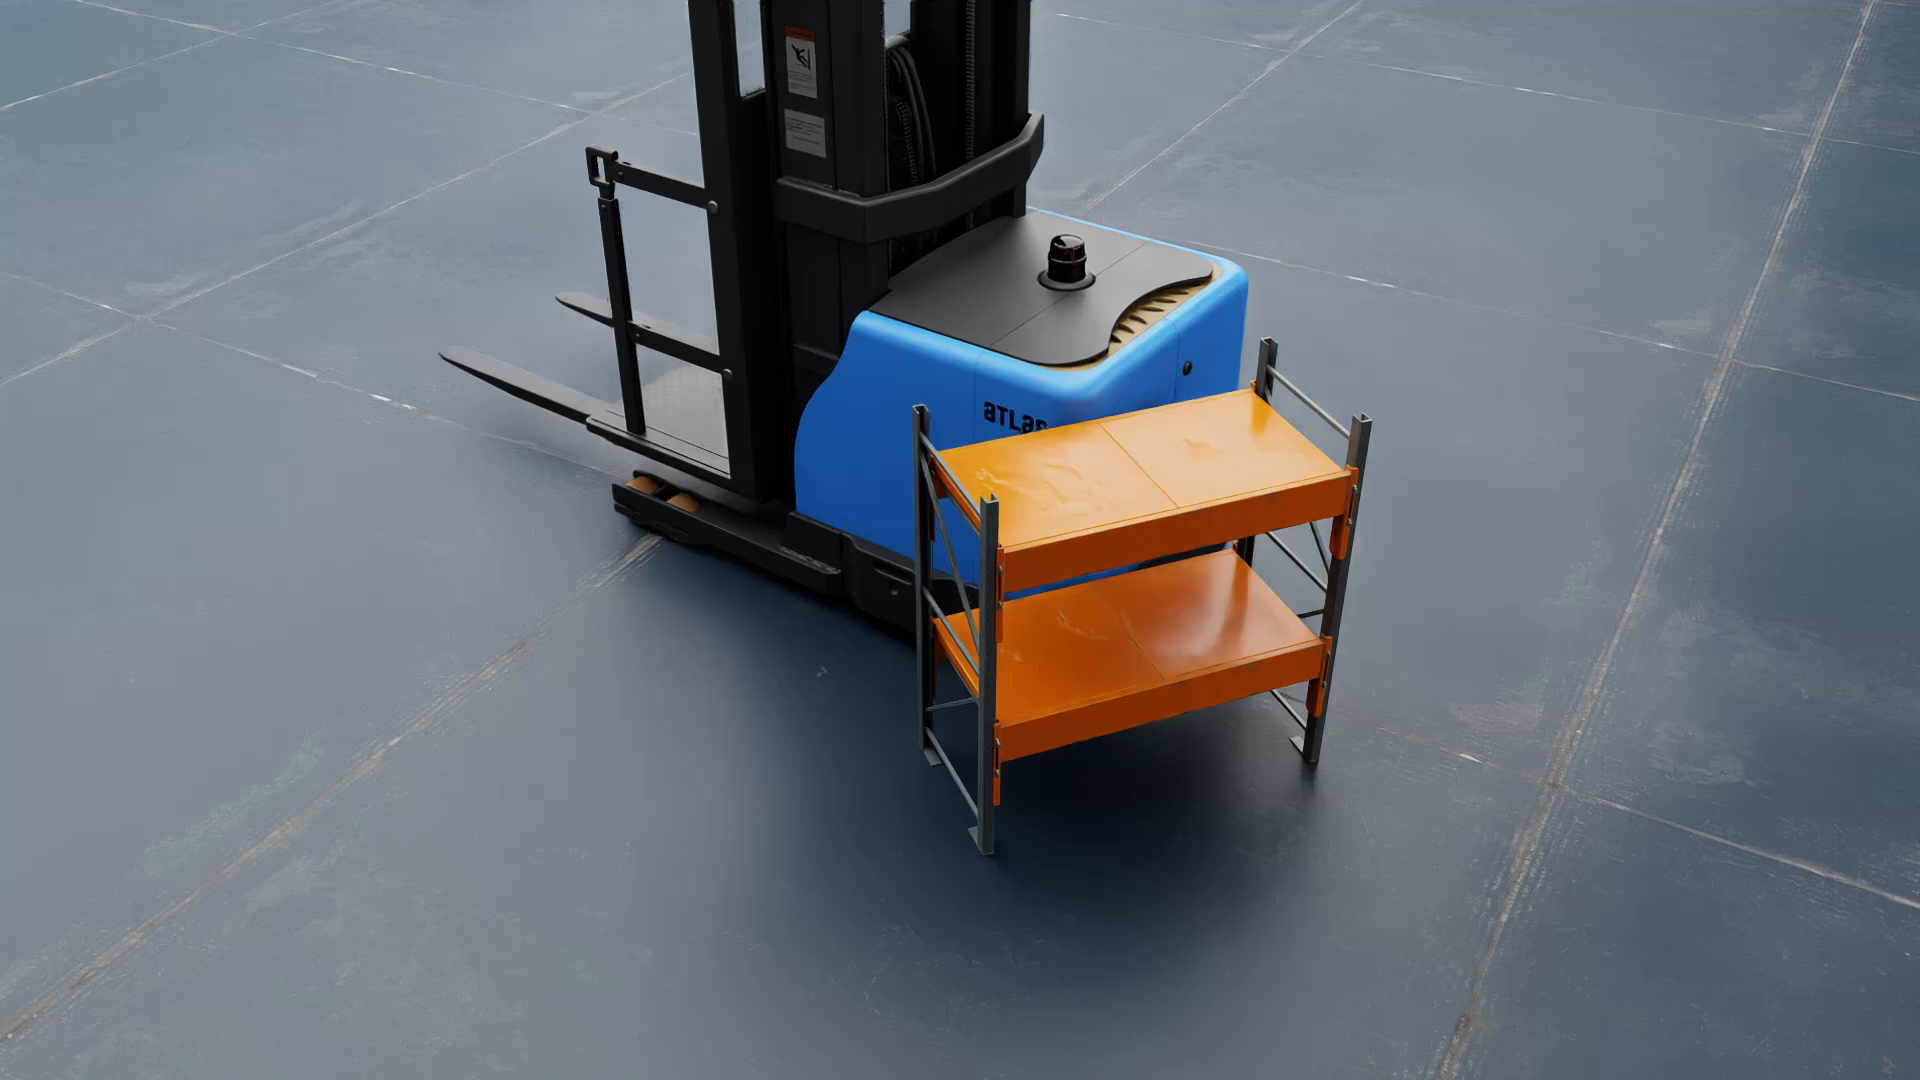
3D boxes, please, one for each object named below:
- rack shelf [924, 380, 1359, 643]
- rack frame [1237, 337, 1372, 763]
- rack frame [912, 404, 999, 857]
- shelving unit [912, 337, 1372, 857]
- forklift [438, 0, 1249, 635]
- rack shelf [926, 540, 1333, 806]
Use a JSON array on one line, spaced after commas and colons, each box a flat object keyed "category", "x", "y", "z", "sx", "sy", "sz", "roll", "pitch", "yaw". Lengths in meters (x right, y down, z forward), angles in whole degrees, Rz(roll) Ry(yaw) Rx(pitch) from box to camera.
[{"category": "rack shelf", "x": 0.456, "y": -0.096, "z": 4.352, "sx": 1.000, "sy": 0.278, "sz": 0.538, "roll": -13, "pitch": 36, "yaw": -18}, {"category": "rack frame", "x": 0.928, "y": 0.043, "z": 4.671, "sx": 0.032, "sy": 1.125, "sz": 0.500, "roll": -13, "pitch": 36, "yaw": -18}, {"category": "rack frame", "x": -0.015, "y": 0.252, "z": 4.357, "sx": 0.032, "sy": 1.125, "sz": 0.500, "roll": -13, "pitch": 36, "yaw": -18}, {"category": "shelving unit", "x": 0.456, "y": 0.147, "z": 4.514, "sx": 1.048, "sy": 1.125, "sz": 0.538, "roll": -13, "pitch": 36, "yaw": -18}, {"category": "forklift", "x": -0.597, "y": -1.427, "z": 5.249, "sx": 3.031, "sy": 2.935, "sz": 1.130, "roll": 21, "pitch": 39, "yaw": 29}, {"category": "rack shelf", "x": 0.456, "y": 0.351, "z": 4.649, "sx": 1.000, "sy": 0.278, "sz": 0.538, "roll": -13, "pitch": 36, "yaw": -18}]
